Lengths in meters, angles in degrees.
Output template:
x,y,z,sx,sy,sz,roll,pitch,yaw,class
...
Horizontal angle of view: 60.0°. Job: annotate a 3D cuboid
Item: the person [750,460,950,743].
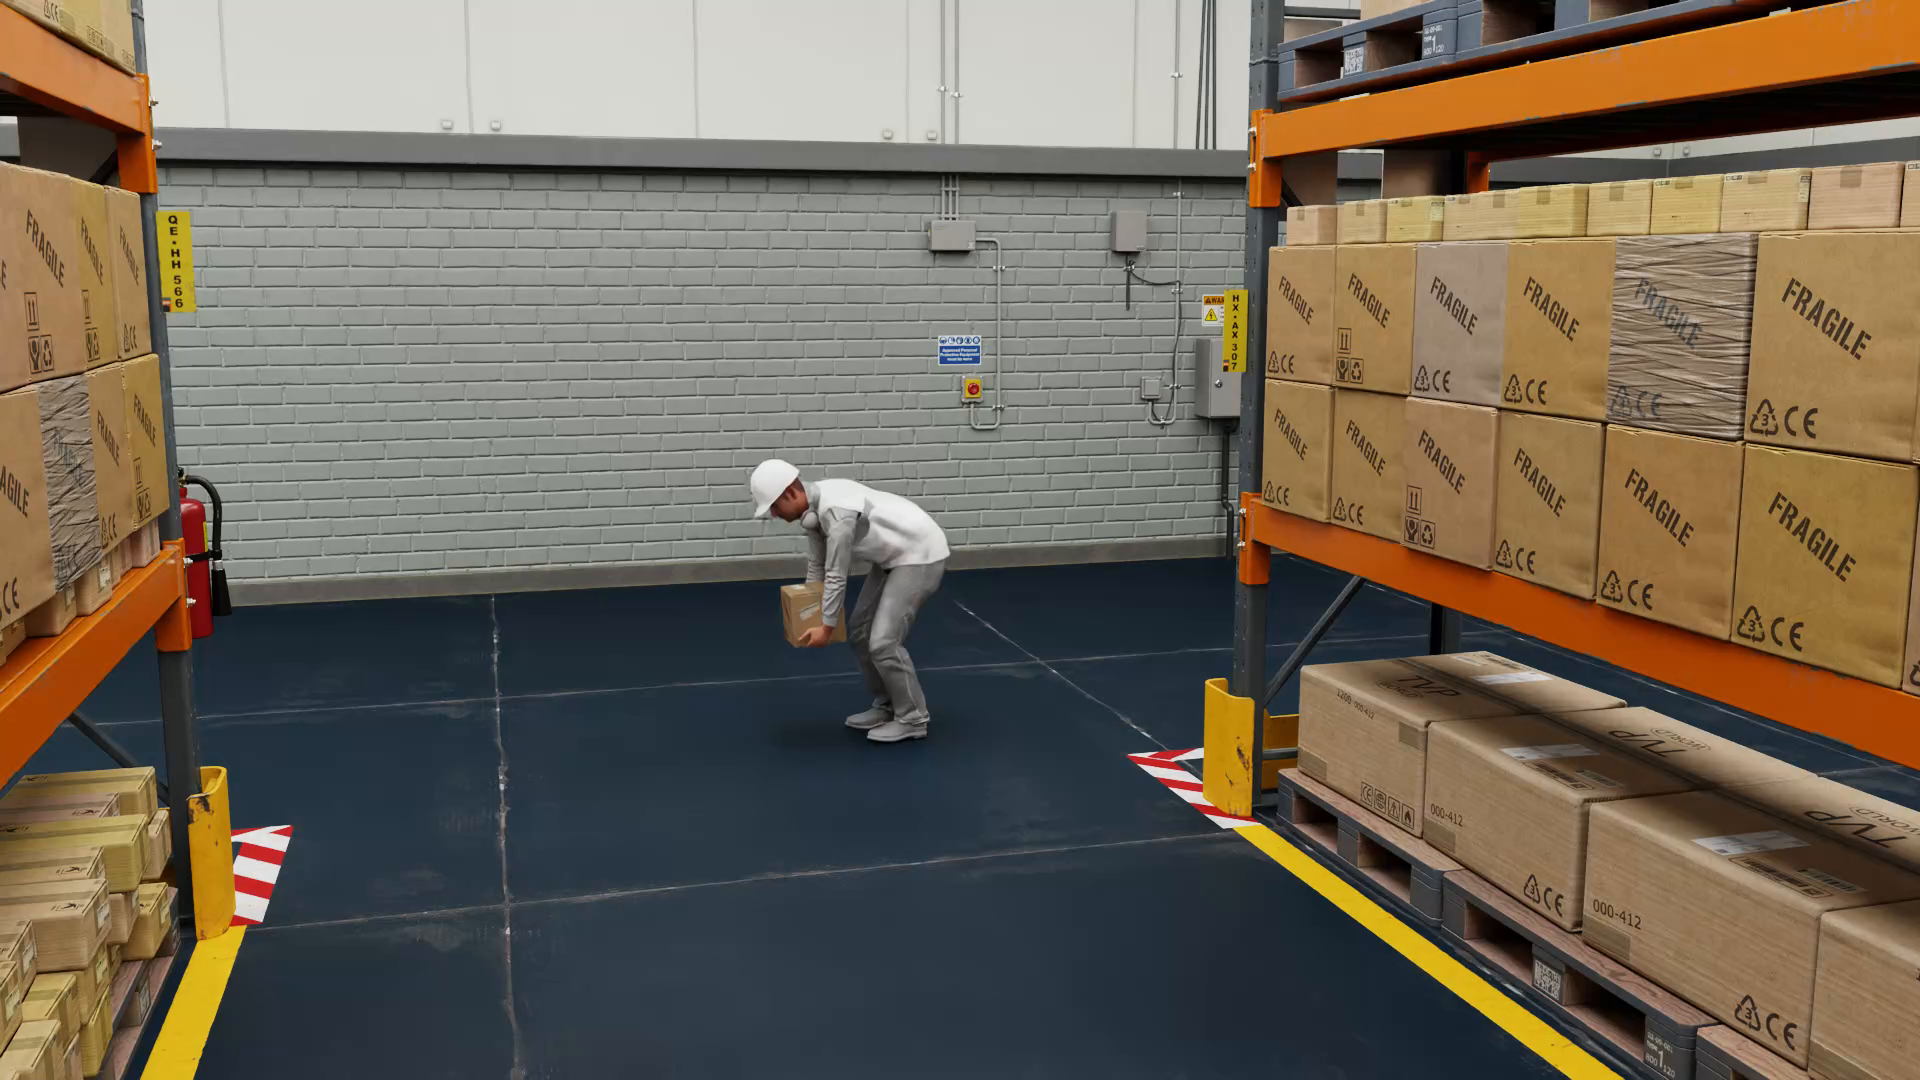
x,y,z,sx,sy,sz,roll,pitch,yaw,class
-0.526,0.277,7.905,0.926,1.351,0.465,-3,10,-18,person
